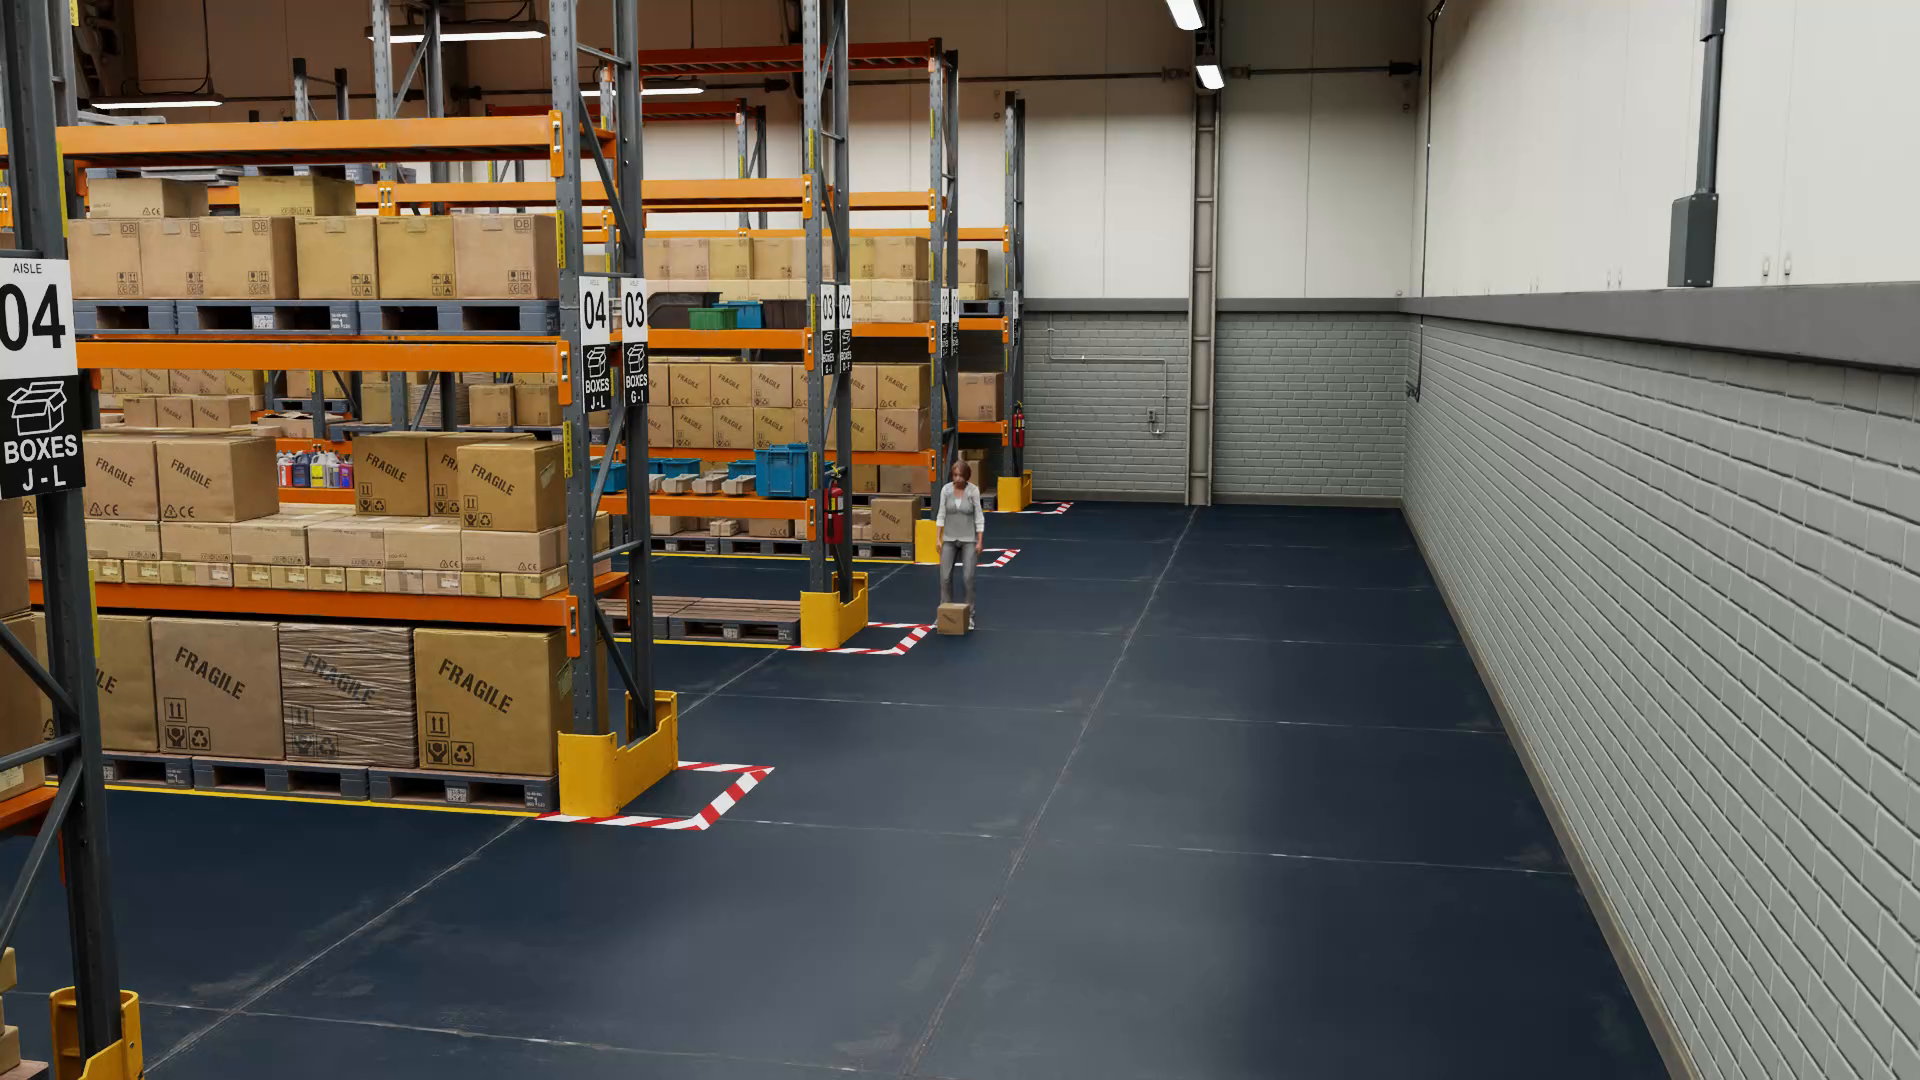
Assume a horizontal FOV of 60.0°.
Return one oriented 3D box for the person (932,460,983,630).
[{"bbox_3d":[-0.013,0.041,15.591,0.461,1.590,0.319,2,8,13],"label":"person"}]
